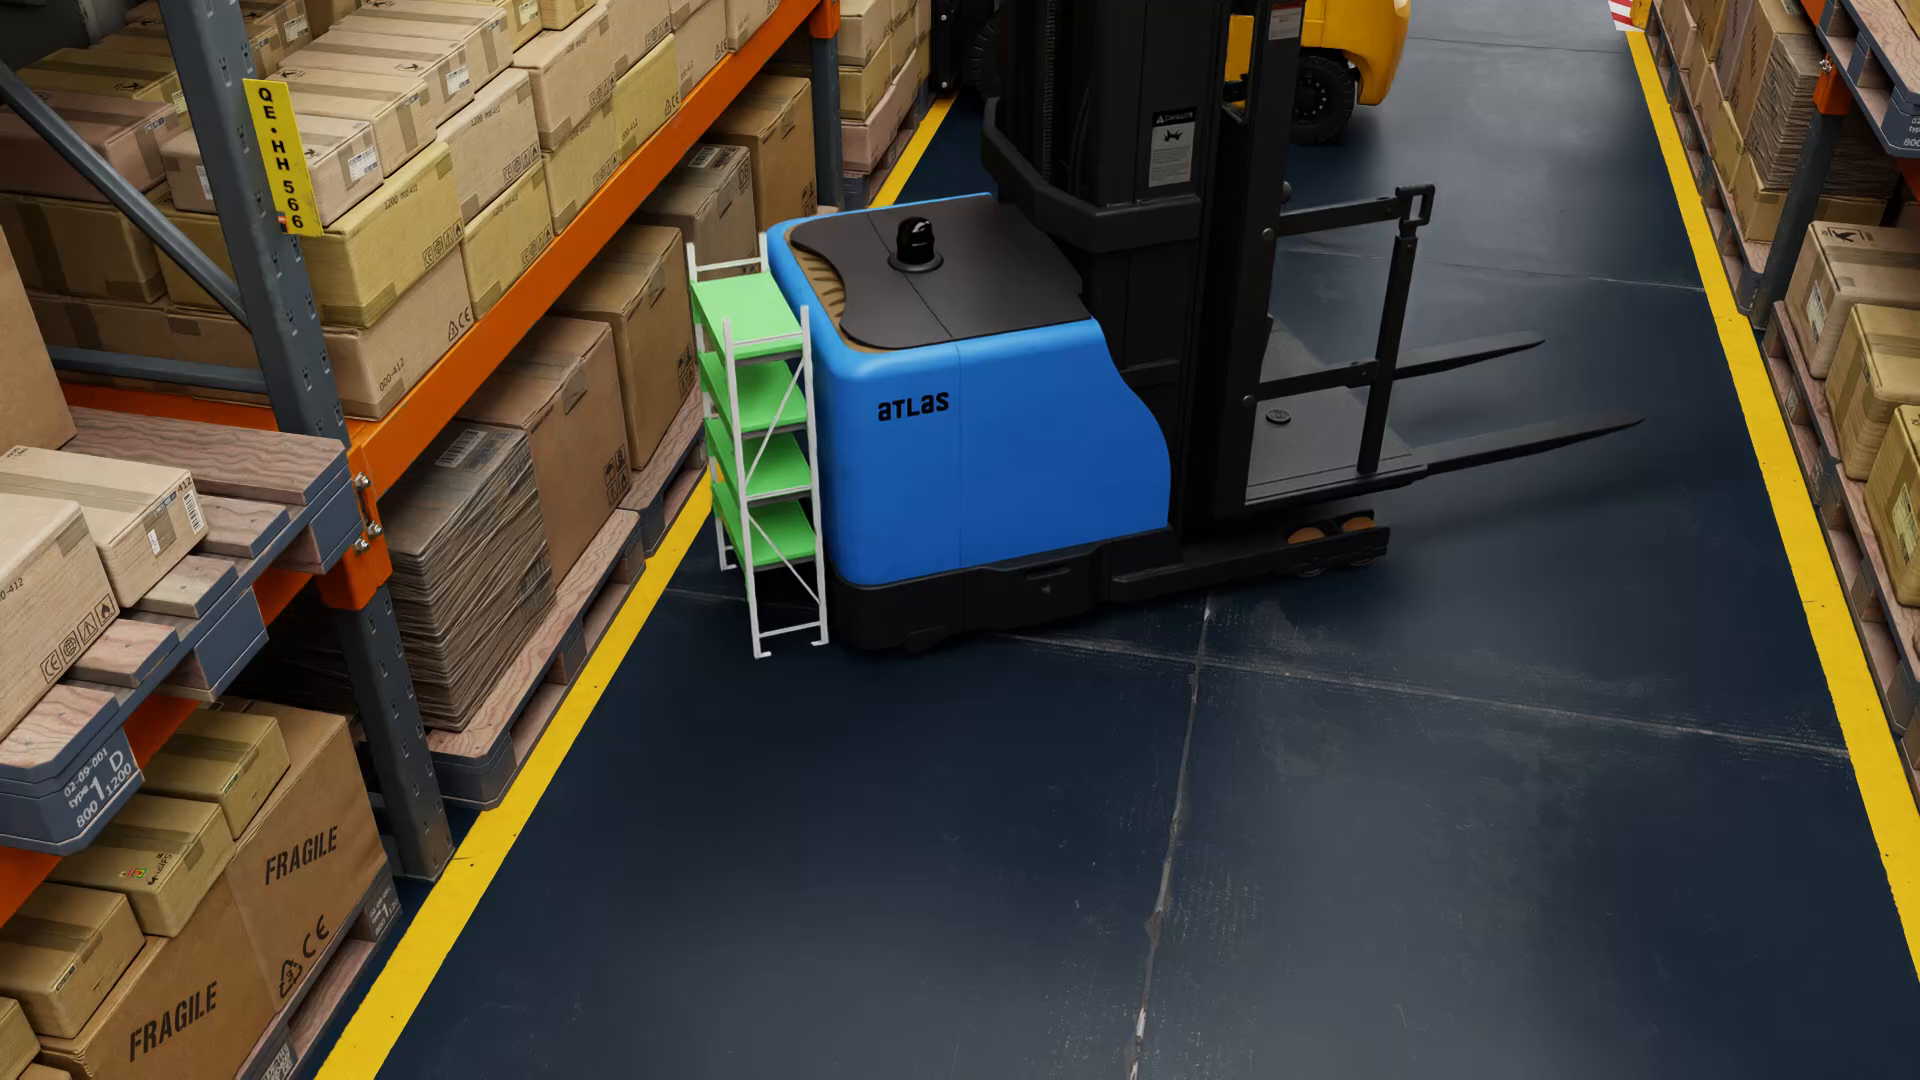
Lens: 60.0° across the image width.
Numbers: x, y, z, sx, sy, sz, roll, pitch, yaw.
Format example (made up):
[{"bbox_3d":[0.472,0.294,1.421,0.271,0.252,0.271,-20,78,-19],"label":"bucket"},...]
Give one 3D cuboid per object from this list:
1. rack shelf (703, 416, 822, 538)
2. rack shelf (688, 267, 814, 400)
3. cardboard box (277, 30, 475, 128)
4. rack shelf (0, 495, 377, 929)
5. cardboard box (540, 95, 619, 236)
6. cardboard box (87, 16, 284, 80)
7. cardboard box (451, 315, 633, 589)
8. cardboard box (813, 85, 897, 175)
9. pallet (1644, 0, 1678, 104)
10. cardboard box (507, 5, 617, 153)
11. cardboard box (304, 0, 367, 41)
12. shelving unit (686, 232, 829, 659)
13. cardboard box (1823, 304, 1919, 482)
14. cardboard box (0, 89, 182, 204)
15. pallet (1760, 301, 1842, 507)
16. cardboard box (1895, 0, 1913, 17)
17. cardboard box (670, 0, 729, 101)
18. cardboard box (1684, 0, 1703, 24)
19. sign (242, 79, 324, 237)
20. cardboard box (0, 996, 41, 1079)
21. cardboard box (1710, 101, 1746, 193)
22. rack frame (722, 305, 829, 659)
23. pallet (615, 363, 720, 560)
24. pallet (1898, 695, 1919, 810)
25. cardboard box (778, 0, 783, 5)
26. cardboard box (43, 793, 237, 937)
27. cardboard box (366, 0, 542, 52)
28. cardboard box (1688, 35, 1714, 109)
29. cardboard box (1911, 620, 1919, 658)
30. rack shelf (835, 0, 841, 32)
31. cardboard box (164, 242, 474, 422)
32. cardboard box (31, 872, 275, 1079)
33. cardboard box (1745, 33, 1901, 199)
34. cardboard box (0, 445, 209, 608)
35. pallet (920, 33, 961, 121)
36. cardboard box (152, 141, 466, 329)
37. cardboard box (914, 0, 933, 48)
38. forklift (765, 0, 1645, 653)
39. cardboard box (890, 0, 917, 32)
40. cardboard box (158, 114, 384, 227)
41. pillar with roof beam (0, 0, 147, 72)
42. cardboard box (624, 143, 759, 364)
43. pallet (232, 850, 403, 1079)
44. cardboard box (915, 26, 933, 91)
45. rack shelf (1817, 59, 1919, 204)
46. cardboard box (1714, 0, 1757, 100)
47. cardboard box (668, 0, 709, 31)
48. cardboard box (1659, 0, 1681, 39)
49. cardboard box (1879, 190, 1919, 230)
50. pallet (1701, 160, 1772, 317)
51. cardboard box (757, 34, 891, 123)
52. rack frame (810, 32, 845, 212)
[{"bbox_3d":[-0.614,-0.222,5.142,0.258,0.148,0.480,-12,37,-15],"label":"rack shelf"},{"bbox_3d":[-0.614,-0.610,4.861,0.258,0.148,0.480,-12,37,-15],"label":"rack shelf"},{"bbox_3d":[-1.444,-1.138,4.127,0.380,0.149,0.250,8,37,11],"label":"cardboard box"},{"bbox_3d":[-2.313,1.052,2.355,1.077,0.370,4.000,7,37,10],"label":"rack shelf"},{"bbox_3d":[-1.337,-1.133,4.884,0.500,0.250,0.500,6,36,8],"label":"cardboard box"},{"bbox_3d":[-1.952,-1.205,4.219,0.380,0.149,0.250,7,37,10],"label":"cardboard box"},{"bbox_3d":[-1.607,-0.326,5.309,0.875,0.625,0.625,8,37,11],"label":"cardboard box"},{"bbox_3d":[-0.605,-1.971,7.899,0.500,0.250,0.500,8,37,10],"label":"cardboard box"},{"bbox_3d":[4.449,-2.718,9.320,1.003,0.211,1.213,7,37,10],"label":"pallet"},{"bbox_3d":[-1.315,-1.336,4.739,0.500,0.250,0.500,6,36,9],"label":"cardboard box"},{"bbox_3d":[-1.836,-1.495,4.619,0.380,0.149,0.250,7,37,10],"label":"cardboard box"},{"bbox_3d":[-0.614,-0.273,5.105,0.258,1.200,0.503,-12,37,-15],"label":"shelving unit"},{"bbox_3d":[3.559,-0.451,5.698,0.950,0.372,0.625,10,37,13],"label":"cardboard box"},{"bbox_3d":[-2.014,-0.901,3.799,0.380,0.149,0.250,8,37,11],"label":"cardboard box"},{"bbox_3d":[3.654,-0.483,6.237,1.003,0.211,1.213,7,37,10],"label":"pallet"},{"bbox_3d":[3.392,-1.850,5.602,0.380,0.149,0.250,8,37,11],"label":"cardboard box"},{"bbox_3d":[-1.121,-1.727,5.704,0.500,0.250,0.500,8,37,10],"label":"cardboard box"},{"bbox_3d":[4.119,-2.971,8.639,0.500,0.500,0.500,6,36,8],"label":"cardboard box"},{"bbox_3d":[-1.354,-0.760,3.323,0.100,0.325,0.005,7,37,10],"label":"sign"},{"bbox_3d":[-1.972,0.960,3.089,0.380,0.149,0.250,8,37,11],"label":"cardboard box"},{"bbox_3d":[3.786,-1.795,7.655,0.500,0.250,0.500,6,36,9],"label":"cardboard box"},{"bbox_3d":[-0.534,-0.138,4.918,0.240,1.200,0.015,-12,37,-15],"label":"rack frame"},{"bbox_3d":[-1.409,-0.421,6.151,1.003,0.211,1.213,7,37,10],"label":"pallet"},{"bbox_3d":[3.133,0.916,4.307,1.003,0.211,1.213,7,37,10],"label":"pallet"},{"bbox_3d":[-0.883,-2.296,6.490,0.500,0.250,0.500,8,37,11],"label":"cardboard box"},{"bbox_3d":[-1.772,0.669,3.490,0.380,0.149,0.250,6,36,8],"label":"cardboard box"},{"bbox_3d":[-1.376,-1.438,4.539,0.380,0.149,0.250,8,37,10],"label":"cardboard box"},{"bbox_3d":[4.010,-2.375,8.456,0.500,0.250,0.500,10,37,13],"label":"cardboard box"},{"bbox_3d":[3.244,0.382,4.549,0.950,0.372,0.625,7,36,9],"label":"cardboard box"},{"bbox_3d":[-0.604,-3.534,8.683,1.077,0.370,4.000,7,37,10],"label":"rack shelf"},{"bbox_3d":[-1.552,-0.549,4.079,0.500,0.250,0.500,7,37,10],"label":"cardboard box"},{"bbox_3d":[-1.883,1.011,3.571,0.500,0.500,0.500,7,36,9],"label":"cardboard box"},{"bbox_3d":[3.683,-1.792,7.013,0.500,0.500,0.500,7,36,9],"label":"cardboard box"},{"bbox_3d":[-1.651,-0.029,3.091,0.380,0.149,0.250,8,37,11],"label":"cardboard box"},{"bbox_3d":[-0.562,-2.702,9.298,1.003,0.211,1.213,7,37,10],"label":"pallet"},{"bbox_3d":[-1.528,-0.748,3.928,0.500,0.250,0.500,7,37,10],"label":"cardboard box"},{"bbox_3d":[-0.402,-2.752,8.551,0.500,0.250,0.500,7,37,10],"label":"cardboard box"},{"bbox_3d":[0.923,-1.345,5.108,3.031,2.935,1.130,-11,37,-15],"label":"forklift"},{"bbox_3d":[-0.502,-2.670,8.011,0.500,0.250,0.500,7,37,10],"label":"cardboard box"},{"bbox_3d":[-1.530,-0.835,3.707,0.380,0.149,0.250,8,37,11],"label":"cardboard box"},{"bbox_3d":[1.718,-3.135,2.408,9.100,9.000,0.400,7,37,10],"label":"pillar with roof beam"},{"bbox_3d":[-1.305,-1.143,6.437,0.875,0.625,0.625,7,37,9],"label":"cardboard box"},{"bbox_3d":[-2.082,1.167,3.960,1.003,0.211,1.213,7,37,10],"label":"pallet"},{"bbox_3d":[-0.417,-2.561,8.713,0.500,0.250,0.500,8,37,11],"label":"cardboard box"},{"bbox_3d":[3.391,-0.621,4.664,1.077,0.370,4.000,7,37,10],"label":"rack shelf"},{"bbox_3d":[3.898,-2.376,7.819,0.500,0.500,0.500,9,37,12],"label":"cardboard box"},{"bbox_3d":[-1.104,-1.919,5.543,0.500,0.250,0.500,8,37,11],"label":"cardboard box"},{"bbox_3d":[4.231,-2.981,9.292,0.500,0.250,0.500,7,37,10],"label":"cardboard box"},{"bbox_3d":[4.208,-1.420,7.138,0.500,0.250,0.500,6,36,8],"label":"cardboard box"},{"bbox_3d":[3.928,-1.319,7.390,1.003,0.211,1.213,7,37,10],"label":"pallet"},{"bbox_3d":[-0.626,-2.177,7.756,0.500,0.250,0.500,7,37,10],"label":"cardboard box"},{"bbox_3d":[-1.031,-2.679,6.890,1.000,3.000,0.127,7,37,10],"label":"rack frame"}]
